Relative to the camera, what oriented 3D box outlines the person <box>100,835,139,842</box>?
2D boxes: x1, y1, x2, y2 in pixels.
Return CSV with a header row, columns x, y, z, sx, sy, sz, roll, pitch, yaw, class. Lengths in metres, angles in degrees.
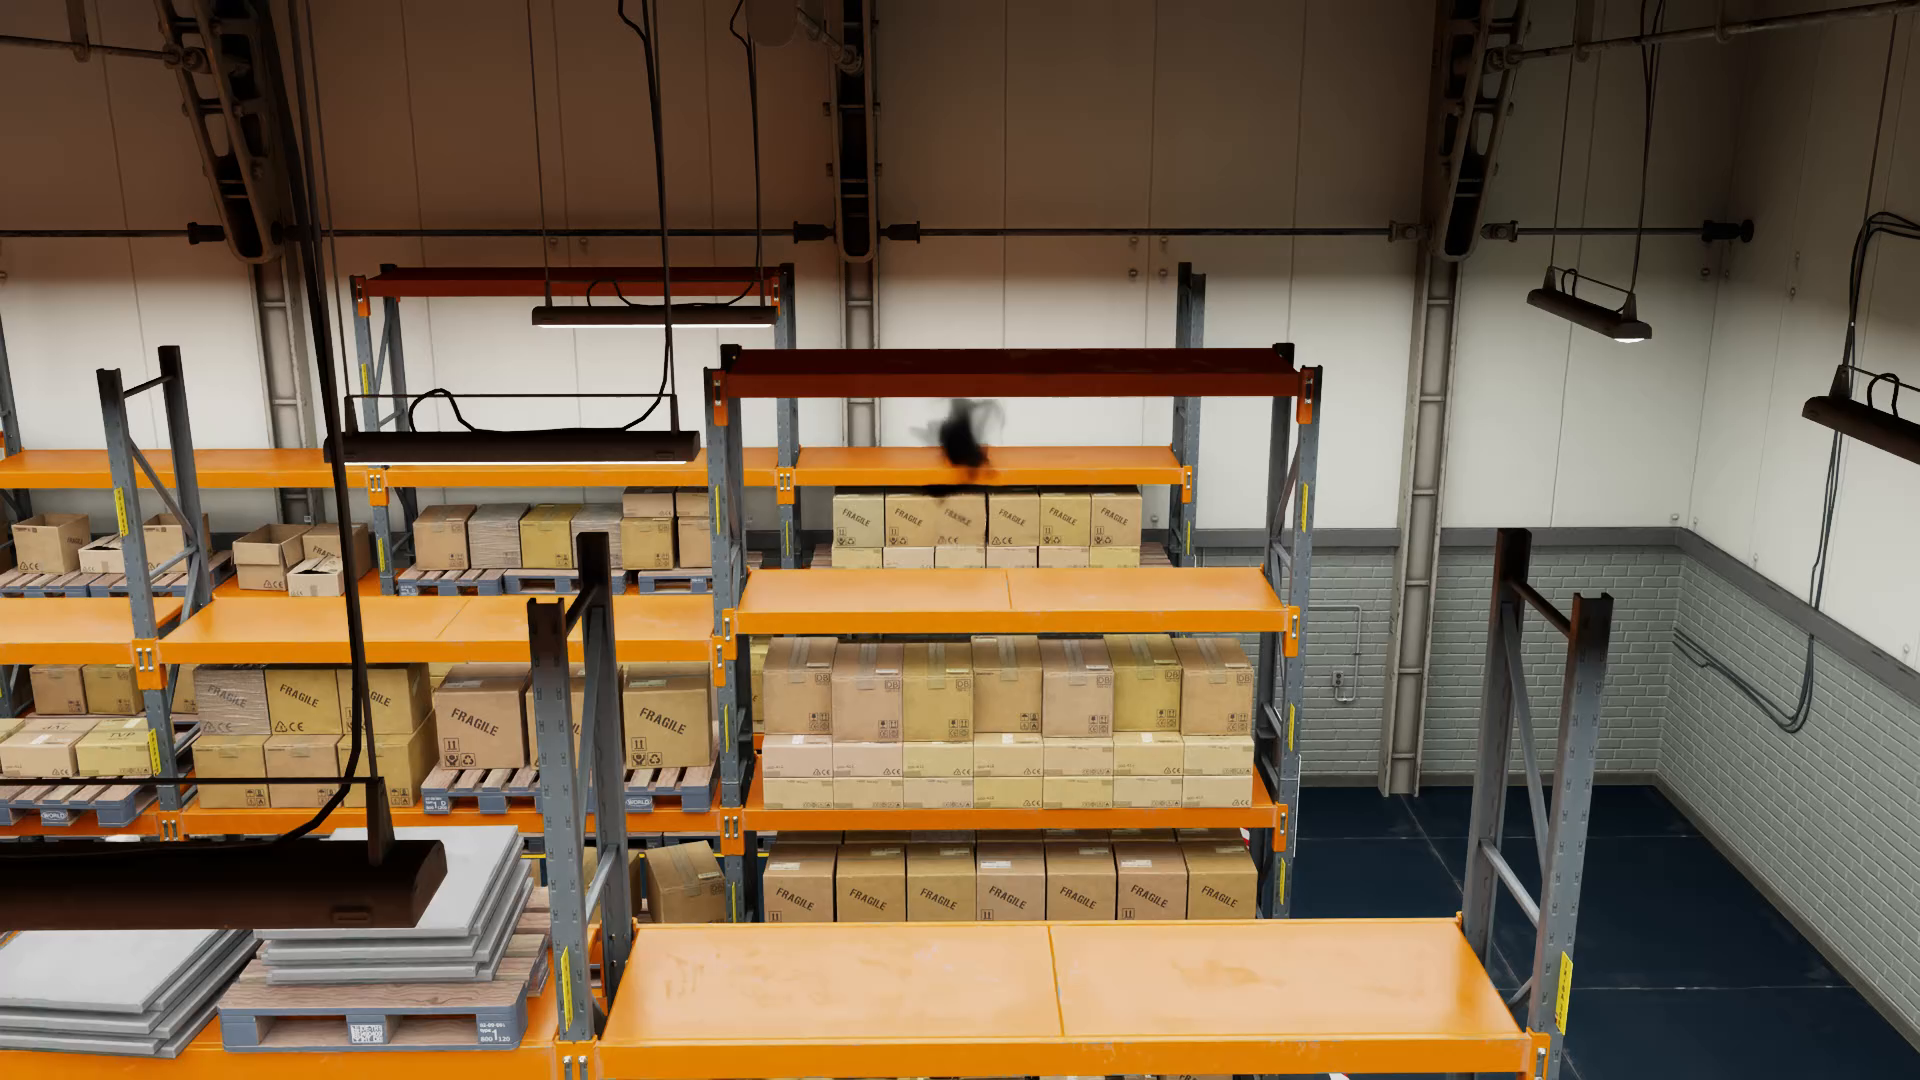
x,y,z,sx,sy,sz,roll,pitch,yaw,class
-7.412,3.108,14.691,0.961,1.744,0.712,-2,16,-6,person
